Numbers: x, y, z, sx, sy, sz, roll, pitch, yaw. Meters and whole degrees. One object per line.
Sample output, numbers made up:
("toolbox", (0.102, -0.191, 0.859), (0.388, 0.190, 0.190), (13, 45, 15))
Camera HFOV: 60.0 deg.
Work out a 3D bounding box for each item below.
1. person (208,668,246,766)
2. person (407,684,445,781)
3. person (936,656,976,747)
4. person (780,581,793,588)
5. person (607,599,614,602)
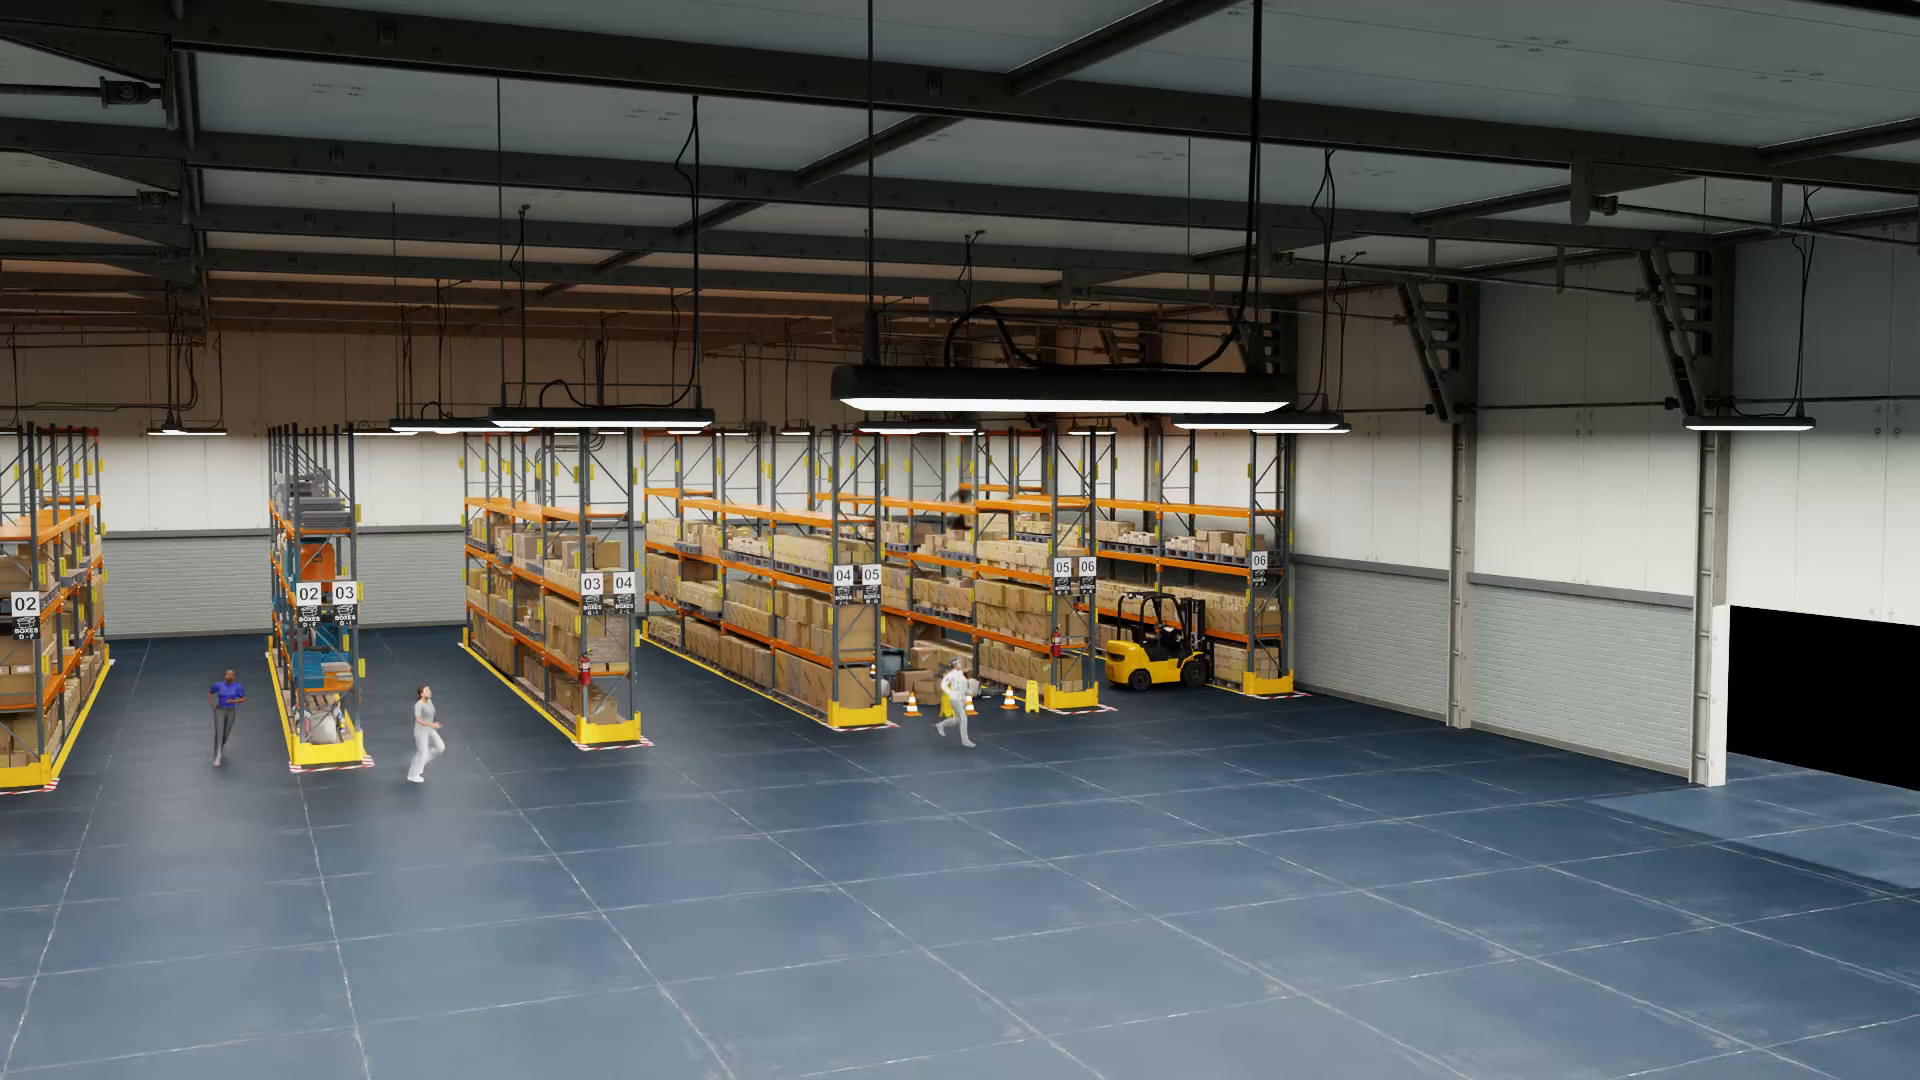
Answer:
("person", (-13.011, 3.121, 29.502), (0.598, 1.709, 0.736), (-2, 4, -34))
("person", (-8.906, 3.213, 27.771), (0.679, 1.625, 0.589), (1, 4, 15))
("person", (-0.085, 2.998, 31.042), (0.820, 1.696, 0.618), (2, 4, 24))
("person", (-5.340, 1.767, 50.924), (0.753, 1.687, 0.756), (-1, 4, -19))
("person", (-9.710, 2.112, 46.057), (0.623, 1.623, 0.564), (-1, 4, -18))
